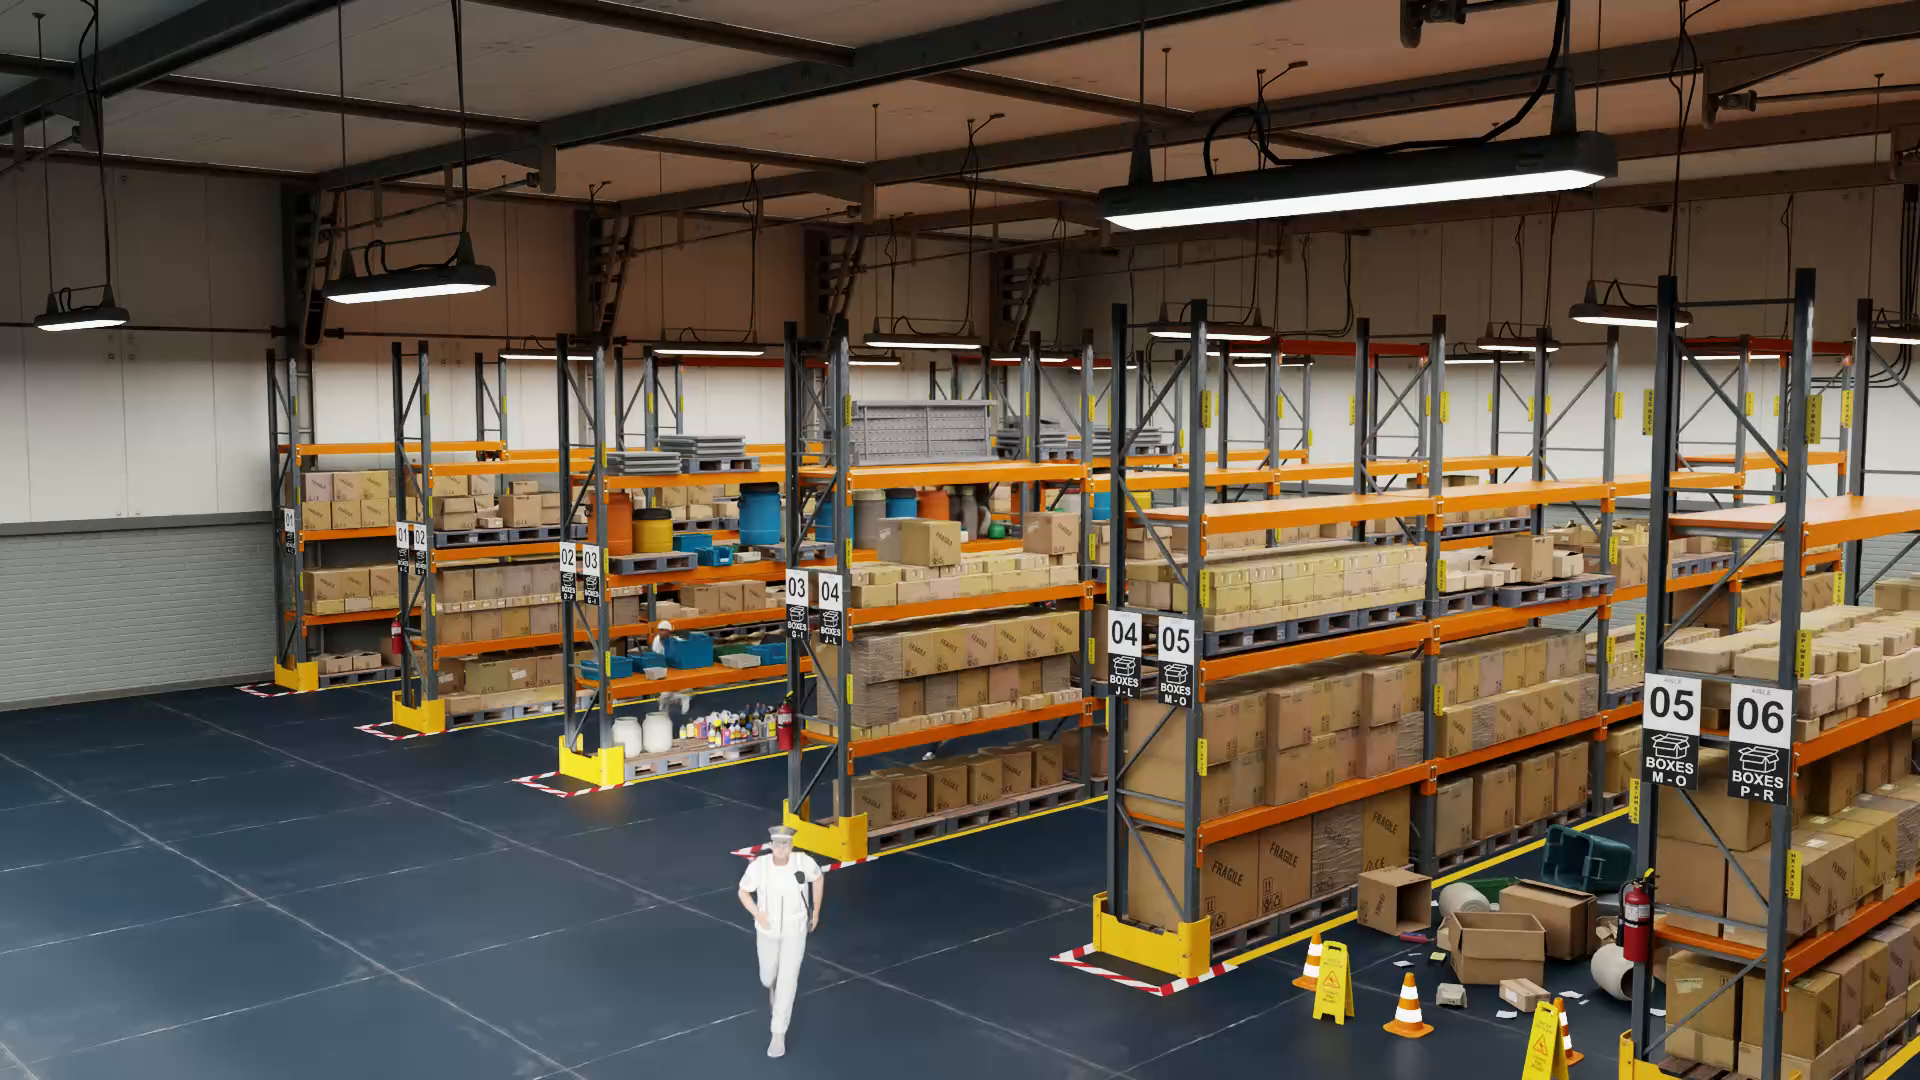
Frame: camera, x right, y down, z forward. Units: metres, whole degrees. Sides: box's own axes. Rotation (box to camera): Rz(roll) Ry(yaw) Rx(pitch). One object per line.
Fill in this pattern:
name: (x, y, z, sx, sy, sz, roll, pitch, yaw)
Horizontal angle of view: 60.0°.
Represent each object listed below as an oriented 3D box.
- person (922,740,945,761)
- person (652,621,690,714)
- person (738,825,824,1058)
person: (-0.326, 2.312, 23.761, 0.540, 1.574, 0.794, 2, 5, 24)
person: (-4.453, 2.095, 25.681, 0.688, 1.757, 0.891, 3, 6, 31)
person: (-1.441, 3.134, 13.422, 0.686, 1.779, 0.986, 0, 5, -4)
